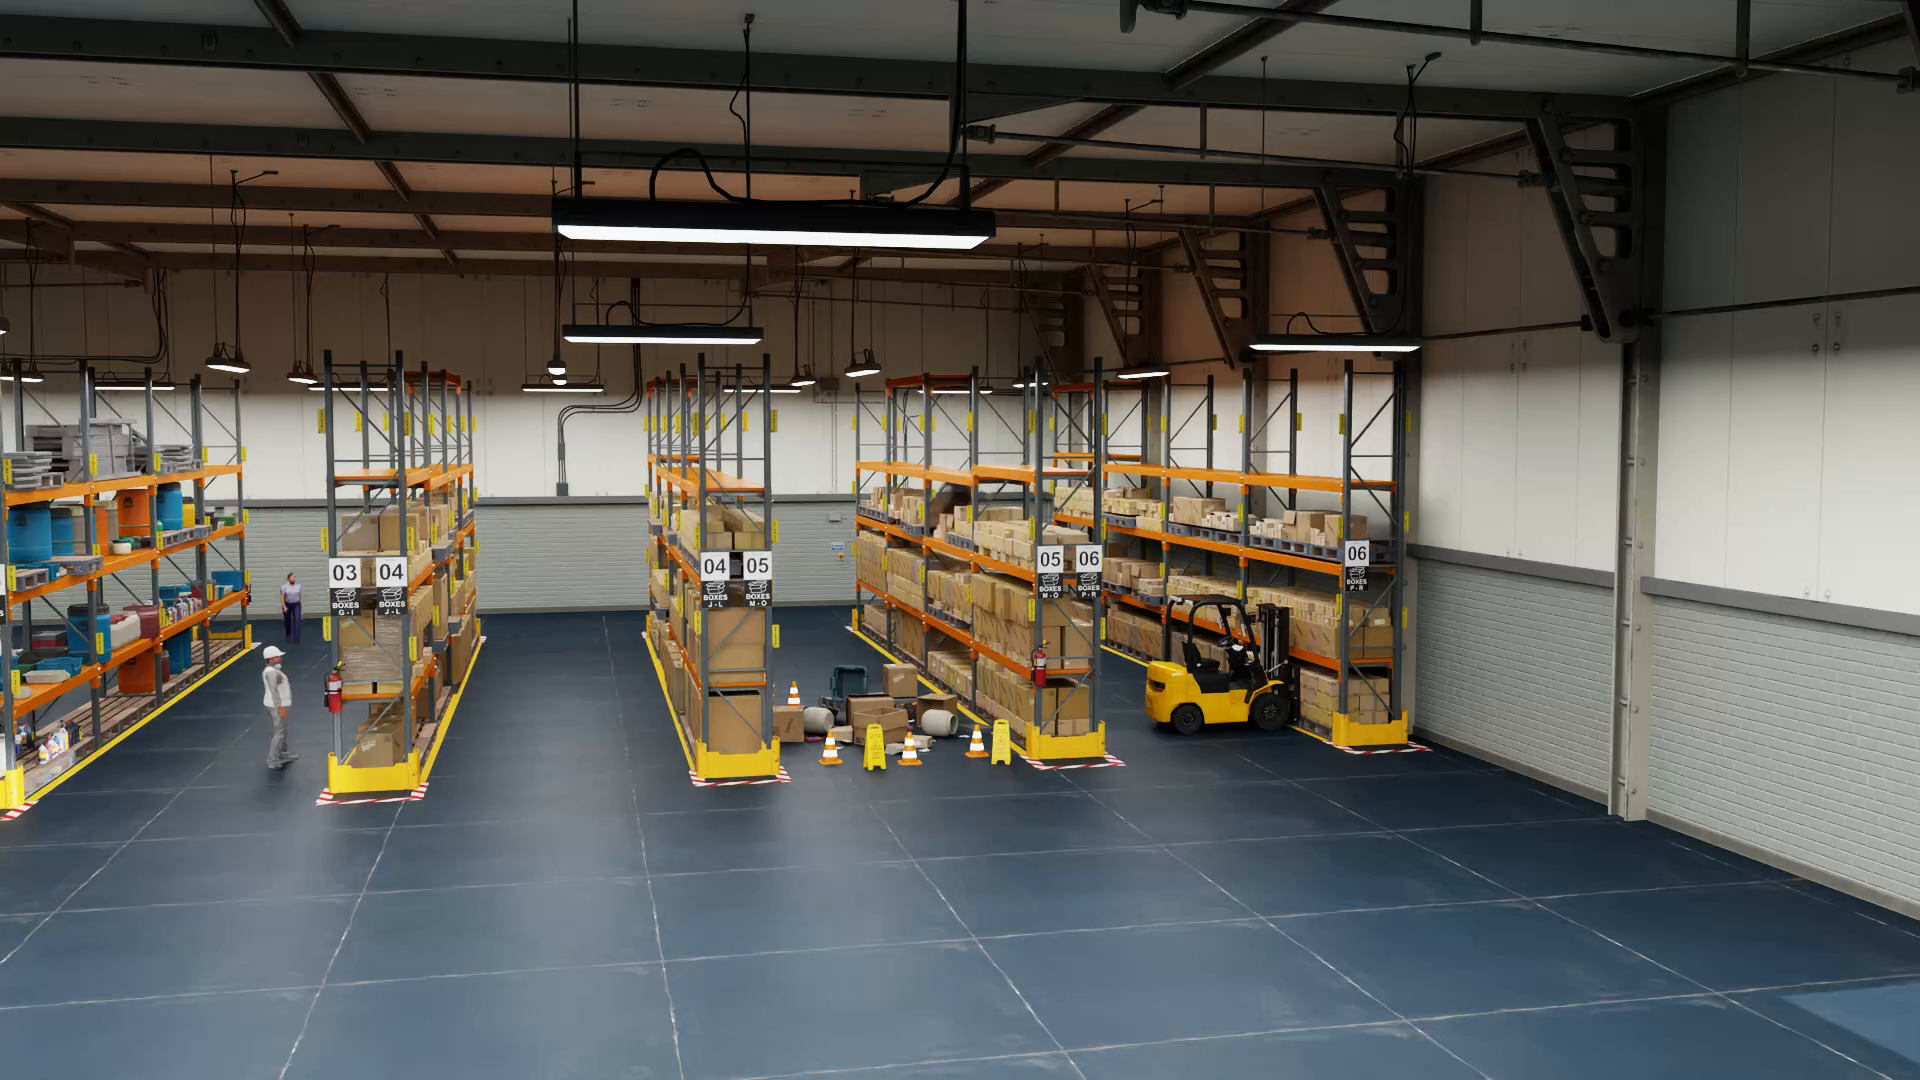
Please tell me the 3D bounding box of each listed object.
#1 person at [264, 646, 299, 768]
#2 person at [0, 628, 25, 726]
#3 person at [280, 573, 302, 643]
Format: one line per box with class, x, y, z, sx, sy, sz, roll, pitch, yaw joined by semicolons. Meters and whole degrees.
person;-9.948;2.433;24.406;0.564;1.773;0.549;-3;5;-41
person;-15.704;2.253;27.453;0.433;1.664;0.526;-2;5;-31
person;-15.344;1.599;38.155;0.447;1.510;0.978;-1;4;-19
